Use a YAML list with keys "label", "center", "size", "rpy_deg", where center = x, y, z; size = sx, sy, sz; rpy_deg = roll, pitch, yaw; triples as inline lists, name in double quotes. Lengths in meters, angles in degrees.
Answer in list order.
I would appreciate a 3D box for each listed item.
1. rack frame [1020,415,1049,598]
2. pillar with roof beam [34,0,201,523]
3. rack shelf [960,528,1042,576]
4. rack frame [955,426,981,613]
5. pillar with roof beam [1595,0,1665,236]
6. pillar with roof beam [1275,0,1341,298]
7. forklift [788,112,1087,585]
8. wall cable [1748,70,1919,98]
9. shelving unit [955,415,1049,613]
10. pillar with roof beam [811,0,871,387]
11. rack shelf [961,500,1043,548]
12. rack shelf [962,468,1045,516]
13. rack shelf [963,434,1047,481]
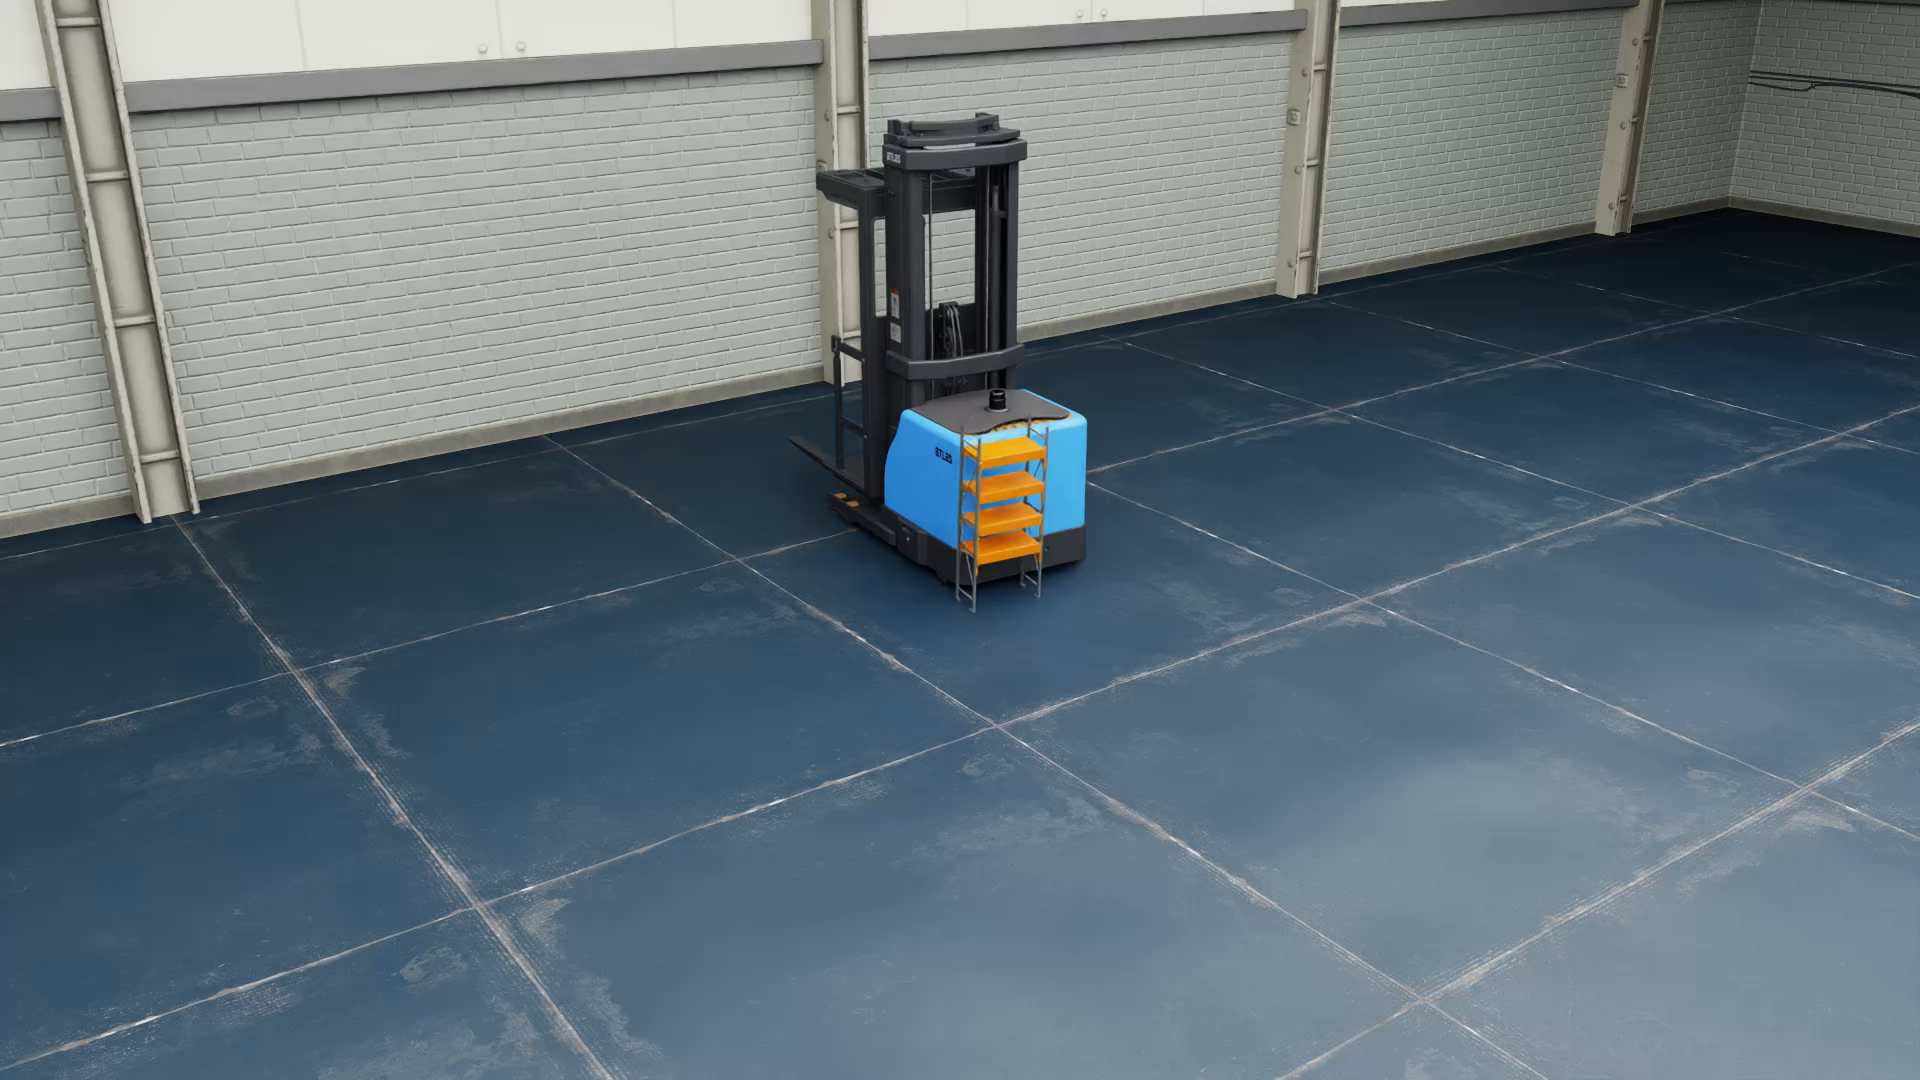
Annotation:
- label: "rack frame"
  center: [0.479, -0.210, 10.782]
  size: [0.015, 1.200, 0.240]
  rpy_deg: [-11, 28, -26]
- label: "pillar with roof beam"
  center: [-3.405, -3.094, 7.509]
  size: [0.400, 9.000, 9.100]
  rpy_deg: [-15, 26, -33]
- label: "rack shelf"
  center: [0.258, 0.075, 10.785]
  size: [0.480, 0.148, 0.258]
  rpy_deg: [-11, 28, -26]
- label: "rack frame"
  center: [0.051, -0.122, 10.564]
  size: [0.015, 1.200, 0.240]
  rpy_deg: [-11, 28, -26]
- label: "pillar with roof beam"
  center: [11.207, -6.991, 17.273]
  size: [0.400, 9.000, 9.100]
  rpy_deg: [-15, 26, -33]
- label: "pillar with roof beam"
  center: [6.336, -5.692, 14.018]
  size: [0.400, 9.000, 9.100]
  rpy_deg: [-15, 26, -33]
- label: "forklift"
  center: [-0.322, -1.562, 11.855]
  size: [1.130, 2.935, 3.031]
  rpy_deg: [-12, 25, -28]
- label: "wall cable"
  center: [11.856, -7.083, 21.695]
  size: [0.112, 2.526, 3.097]
  rpy_deg: [-15, 26, -33]
- label: "shelving unit"
  center: [0.265, -0.166, 10.673]
  size: [0.503, 1.200, 0.258]
  rpy_deg: [-11, 28, -26]
- label: "pillar with roof beam"
  center: [1.466, -4.393, 10.764]
  size: [0.400, 9.000, 9.100]
  rpy_deg: [-15, 26, -33]
- label: "rack shelf"
  center: [0.263, -0.105, 10.701]
  size: [0.480, 0.148, 0.258]
  rpy_deg: [-11, 28, -26]
- label: "rack shelf"
  center: [0.270, -0.308, 10.608]
  size: [0.480, 0.148, 0.258]
  rpy_deg: [-11, 28, -26]
- label: "rack shelf"
  center: [0.276, -0.523, 10.509]
  size: [0.480, 0.148, 0.258]
  rpy_deg: [-11, 28, -26]
